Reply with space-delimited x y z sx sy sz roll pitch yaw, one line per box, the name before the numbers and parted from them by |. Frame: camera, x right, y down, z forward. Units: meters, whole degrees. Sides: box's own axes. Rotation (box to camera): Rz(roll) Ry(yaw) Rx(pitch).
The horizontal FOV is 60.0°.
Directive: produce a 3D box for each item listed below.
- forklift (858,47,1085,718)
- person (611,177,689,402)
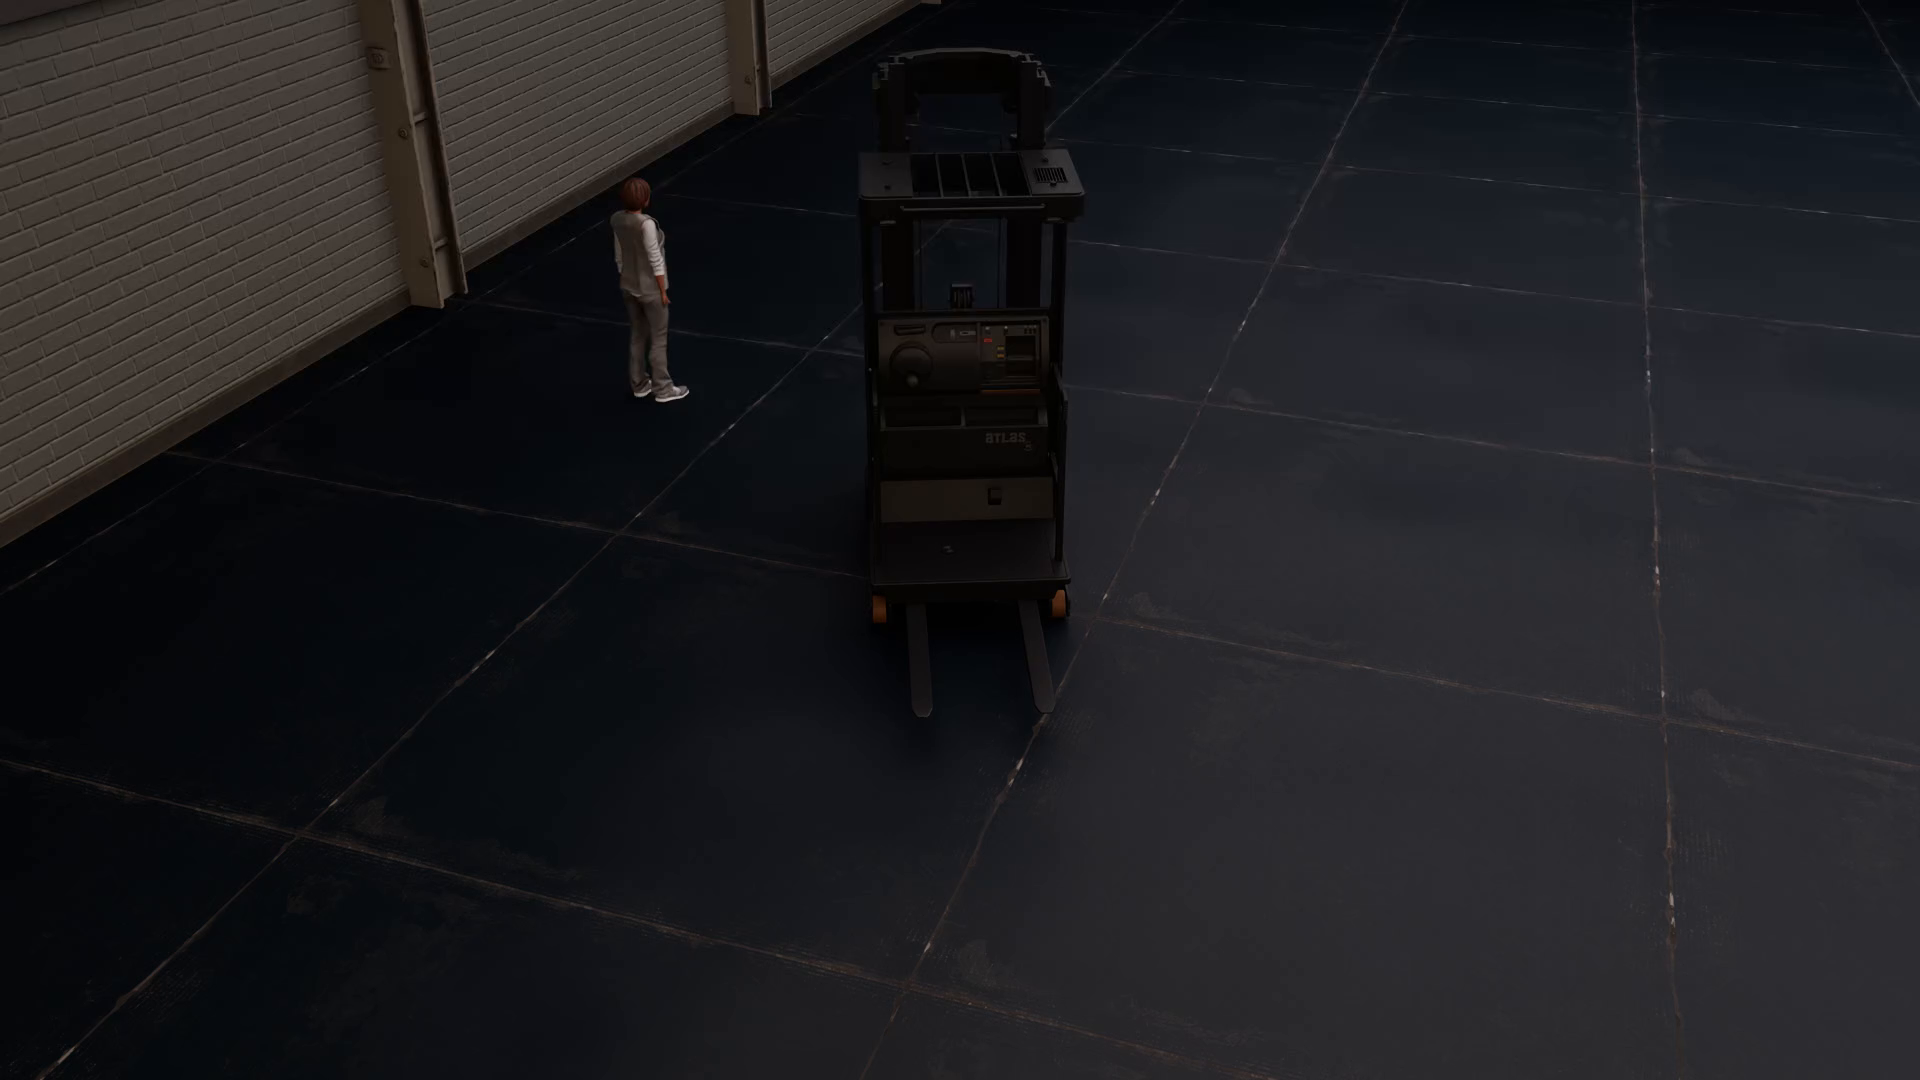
forklift | 0.035 -0.972 8.842 1.130 2.935 3.031 -2 30 -3
person | -2.179 -1.733 11.521 0.405 1.603 0.316 19 35 29
